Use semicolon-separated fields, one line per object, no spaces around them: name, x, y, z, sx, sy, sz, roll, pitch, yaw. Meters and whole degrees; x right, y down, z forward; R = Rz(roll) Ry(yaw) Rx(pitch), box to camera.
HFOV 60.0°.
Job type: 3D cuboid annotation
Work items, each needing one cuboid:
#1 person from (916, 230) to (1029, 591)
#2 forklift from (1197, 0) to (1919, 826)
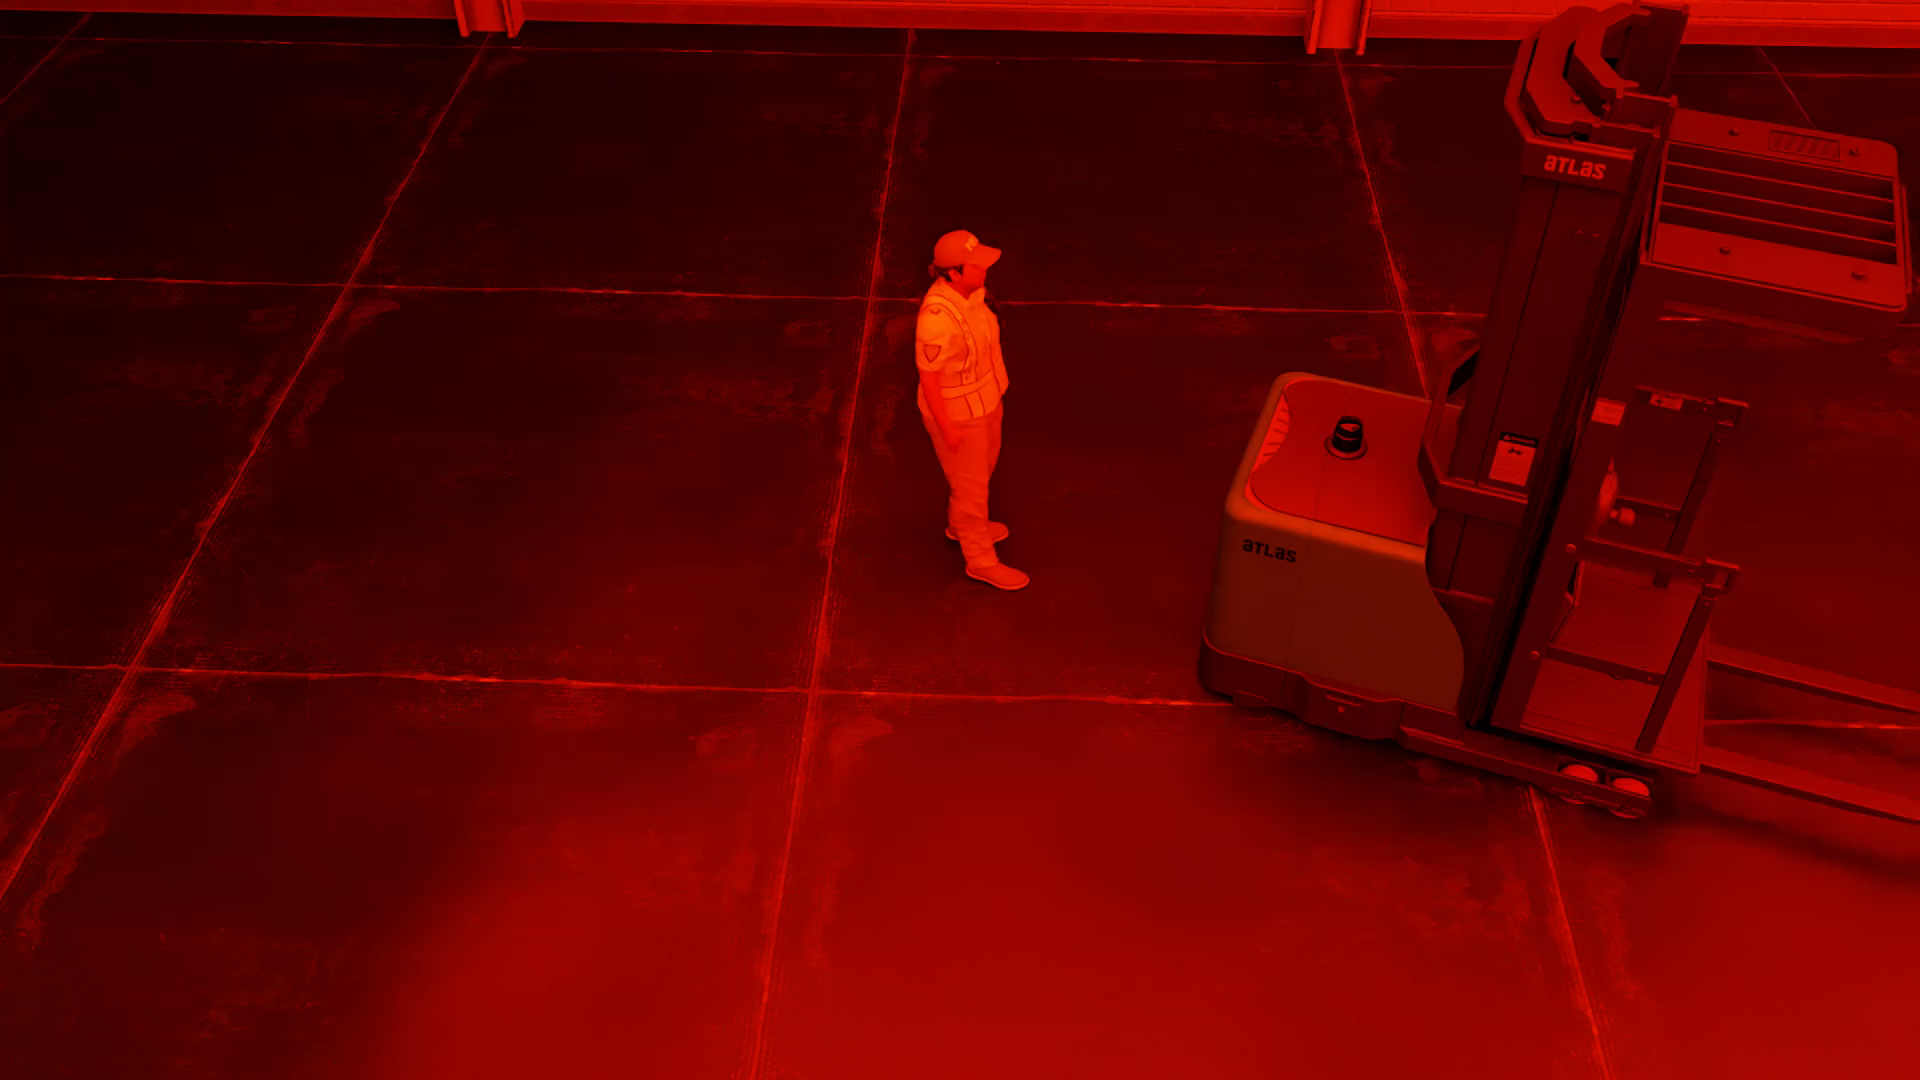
person;0.116;-0.589;7.330;0.579;1.669;0.566;16;45;16
forklift;2.594;-0.373;6.151;3.031;2.935;1.130;14;44;15
